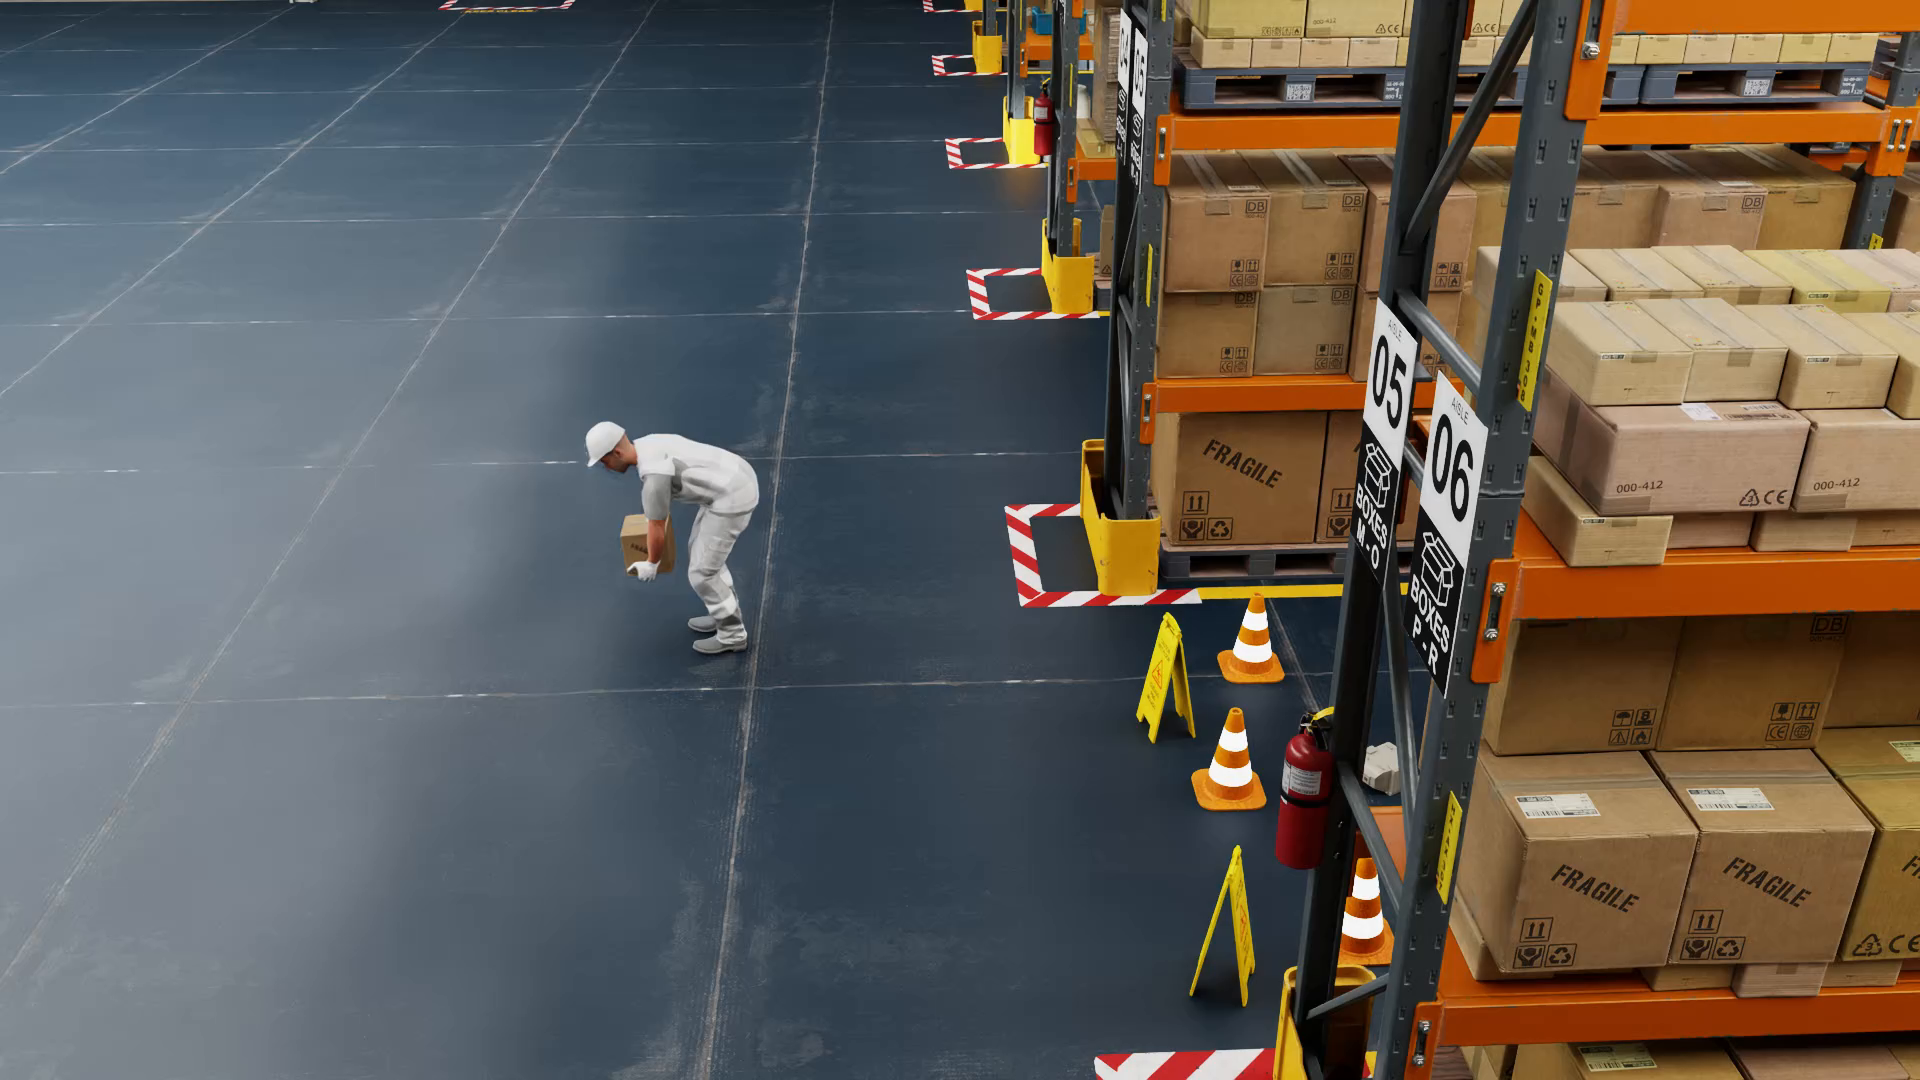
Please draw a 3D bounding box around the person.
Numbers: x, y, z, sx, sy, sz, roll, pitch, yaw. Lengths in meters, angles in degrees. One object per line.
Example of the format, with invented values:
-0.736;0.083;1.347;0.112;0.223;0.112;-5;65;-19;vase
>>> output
-1.541;-0.037;9.133;0.899;1.355;0.494;-2;27;-4;person
